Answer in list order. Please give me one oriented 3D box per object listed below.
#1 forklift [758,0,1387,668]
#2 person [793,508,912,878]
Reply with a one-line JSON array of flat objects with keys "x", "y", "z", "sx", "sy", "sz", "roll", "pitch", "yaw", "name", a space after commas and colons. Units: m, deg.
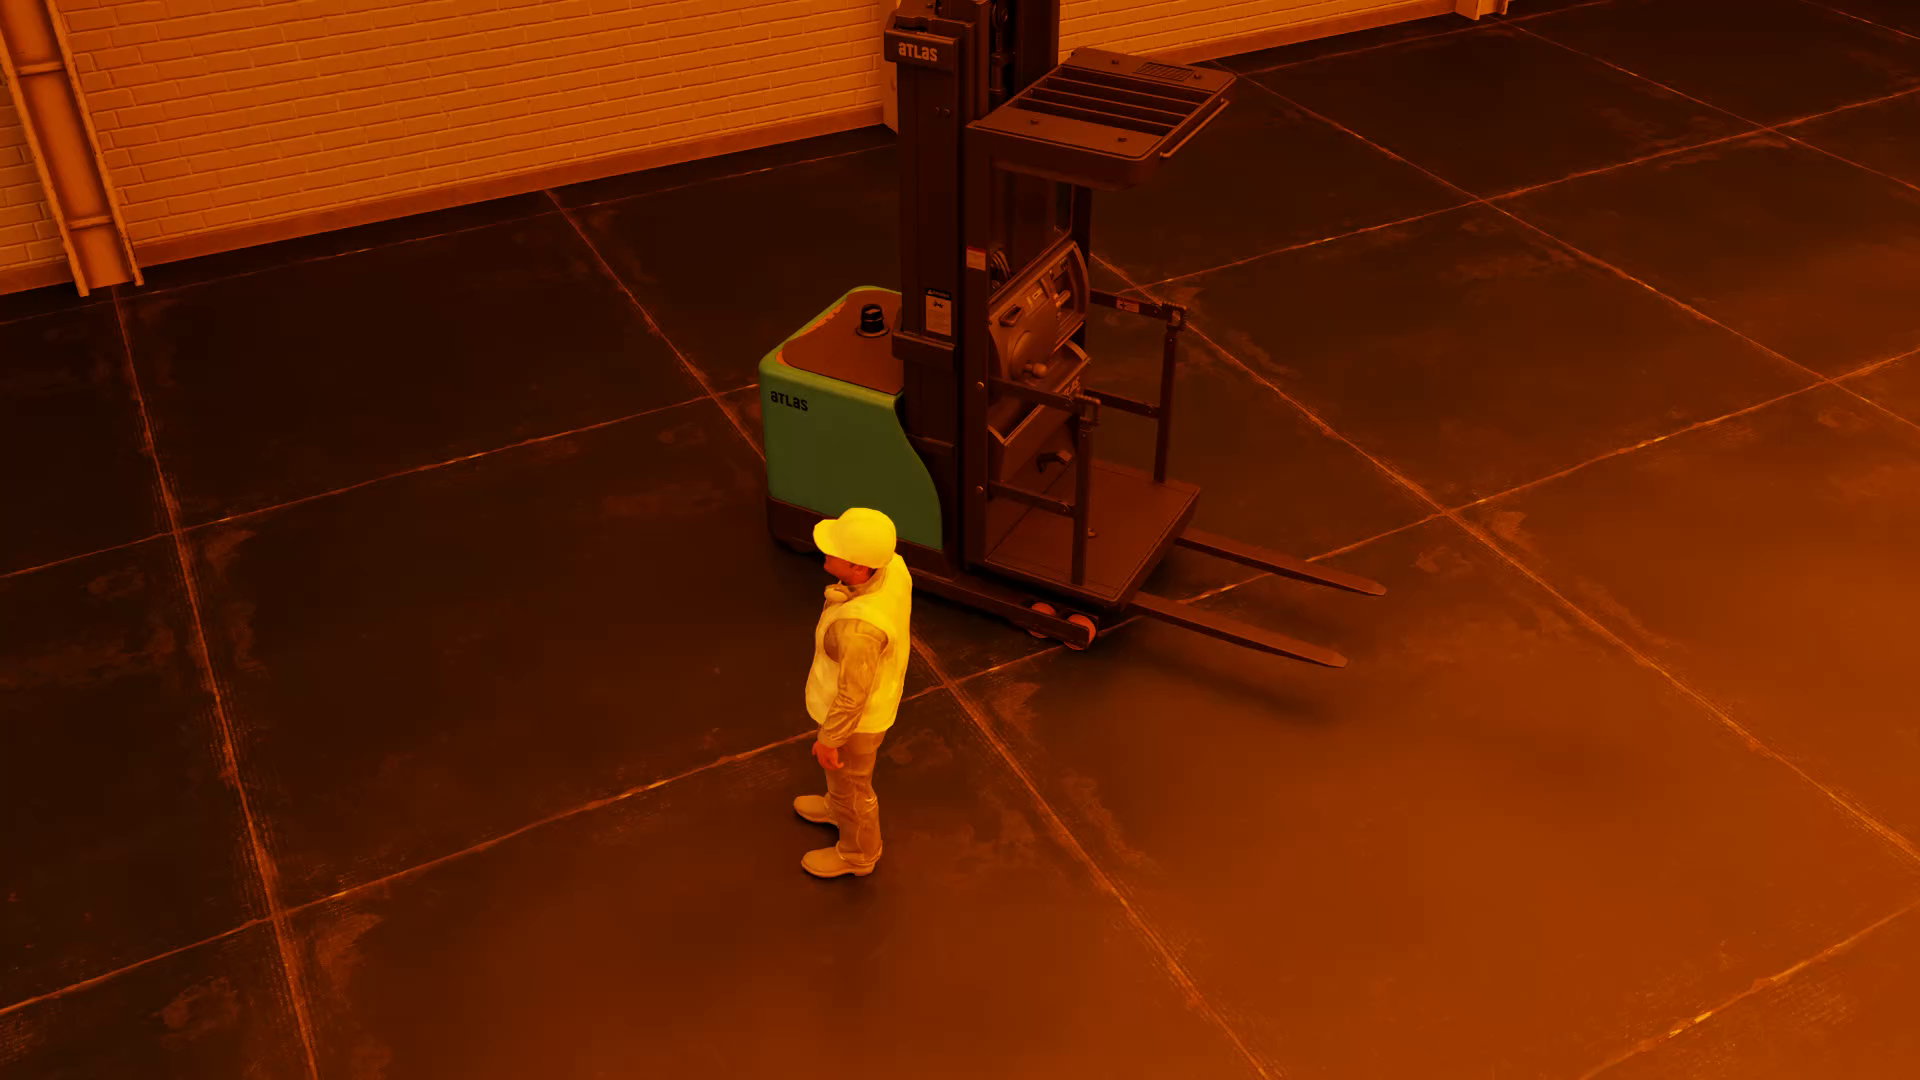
[{"x": 0.550, "y": -1.026, "z": 7.574, "sx": 3.031, "sy": 2.935, "sz": 1.130, "roll": 17, "pitch": 39, "yaw": 23, "name": "forklift"}, {"x": -0.468, "y": 0.588, "z": 6.281, "sx": 0.566, "sy": 1.776, "sz": 0.633, "roll": 6, "pitch": 36, "yaw": 8, "name": "person"}]
